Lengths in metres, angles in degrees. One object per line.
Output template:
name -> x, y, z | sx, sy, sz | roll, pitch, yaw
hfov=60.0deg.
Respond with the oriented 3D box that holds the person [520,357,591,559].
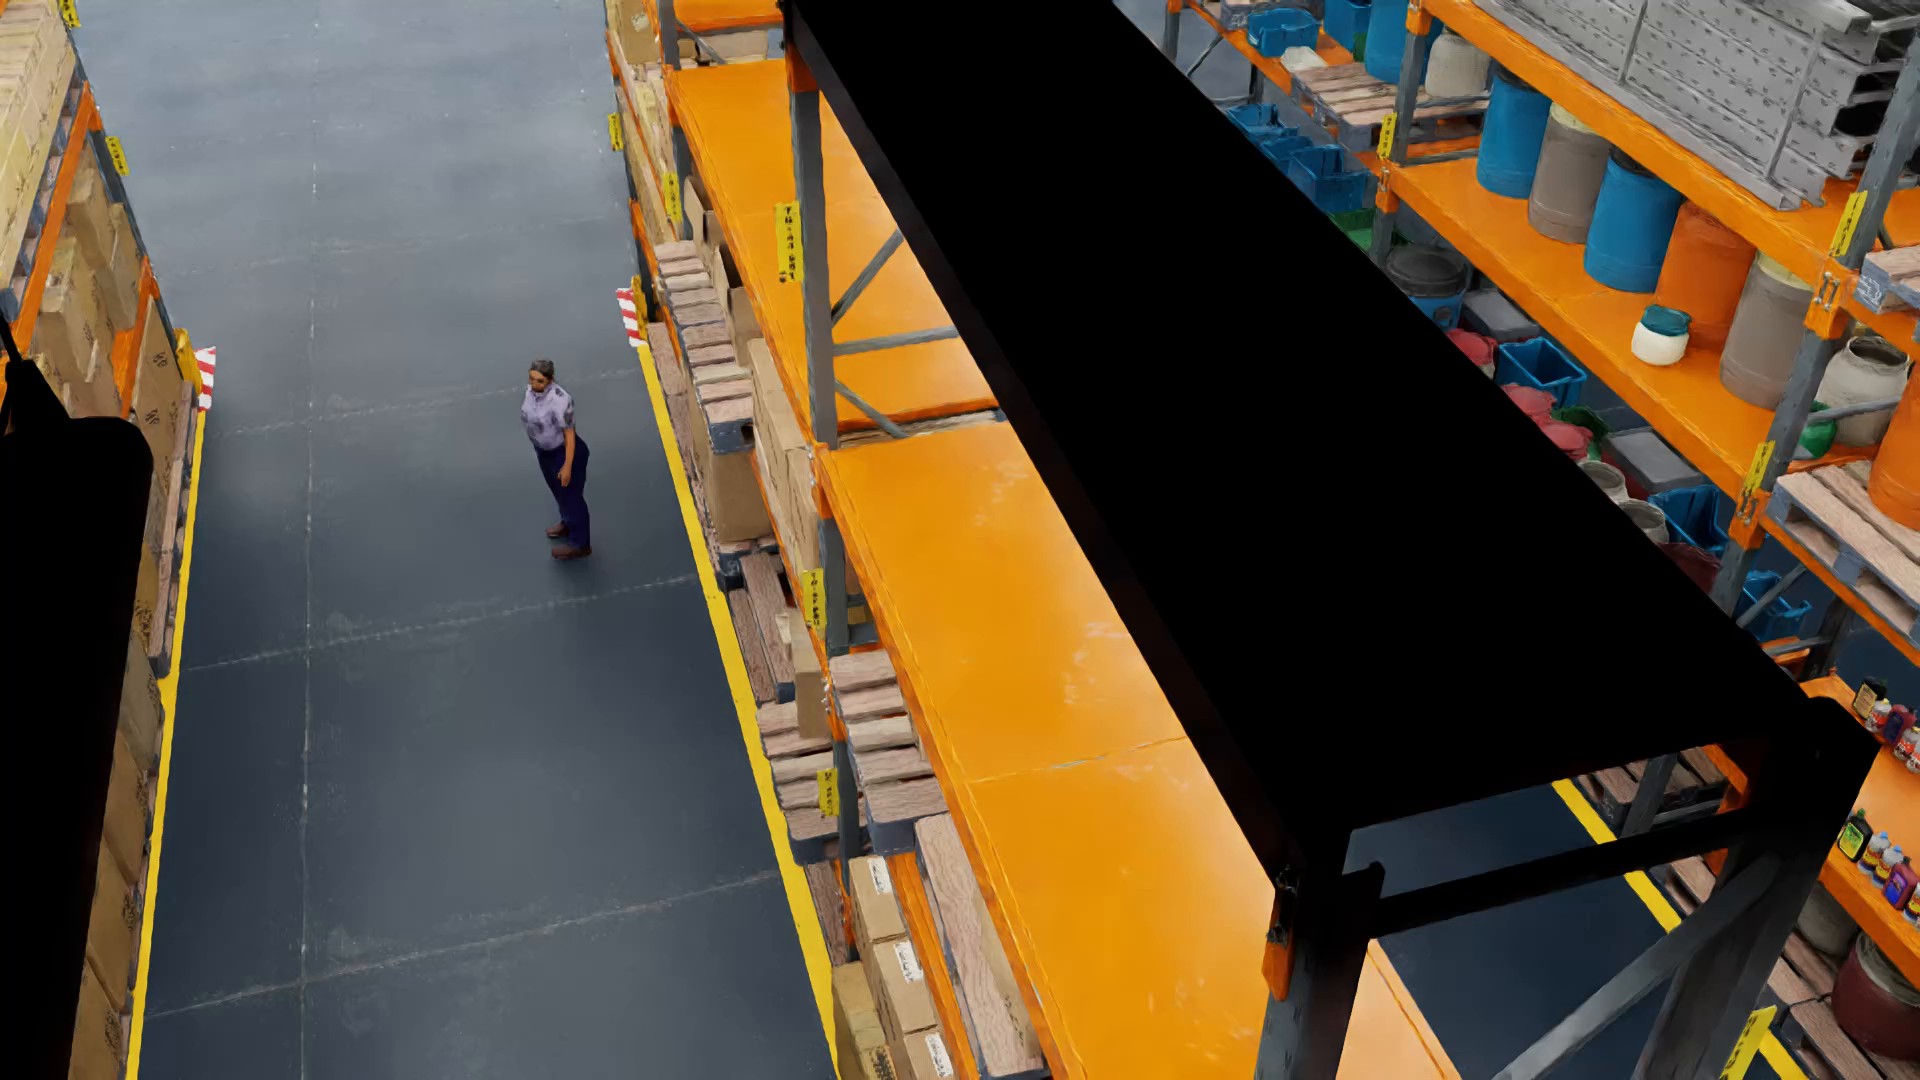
person -> -2.988, -0.618, 12.267 | 0.412, 1.659, 0.542 | -30, 48, -33
